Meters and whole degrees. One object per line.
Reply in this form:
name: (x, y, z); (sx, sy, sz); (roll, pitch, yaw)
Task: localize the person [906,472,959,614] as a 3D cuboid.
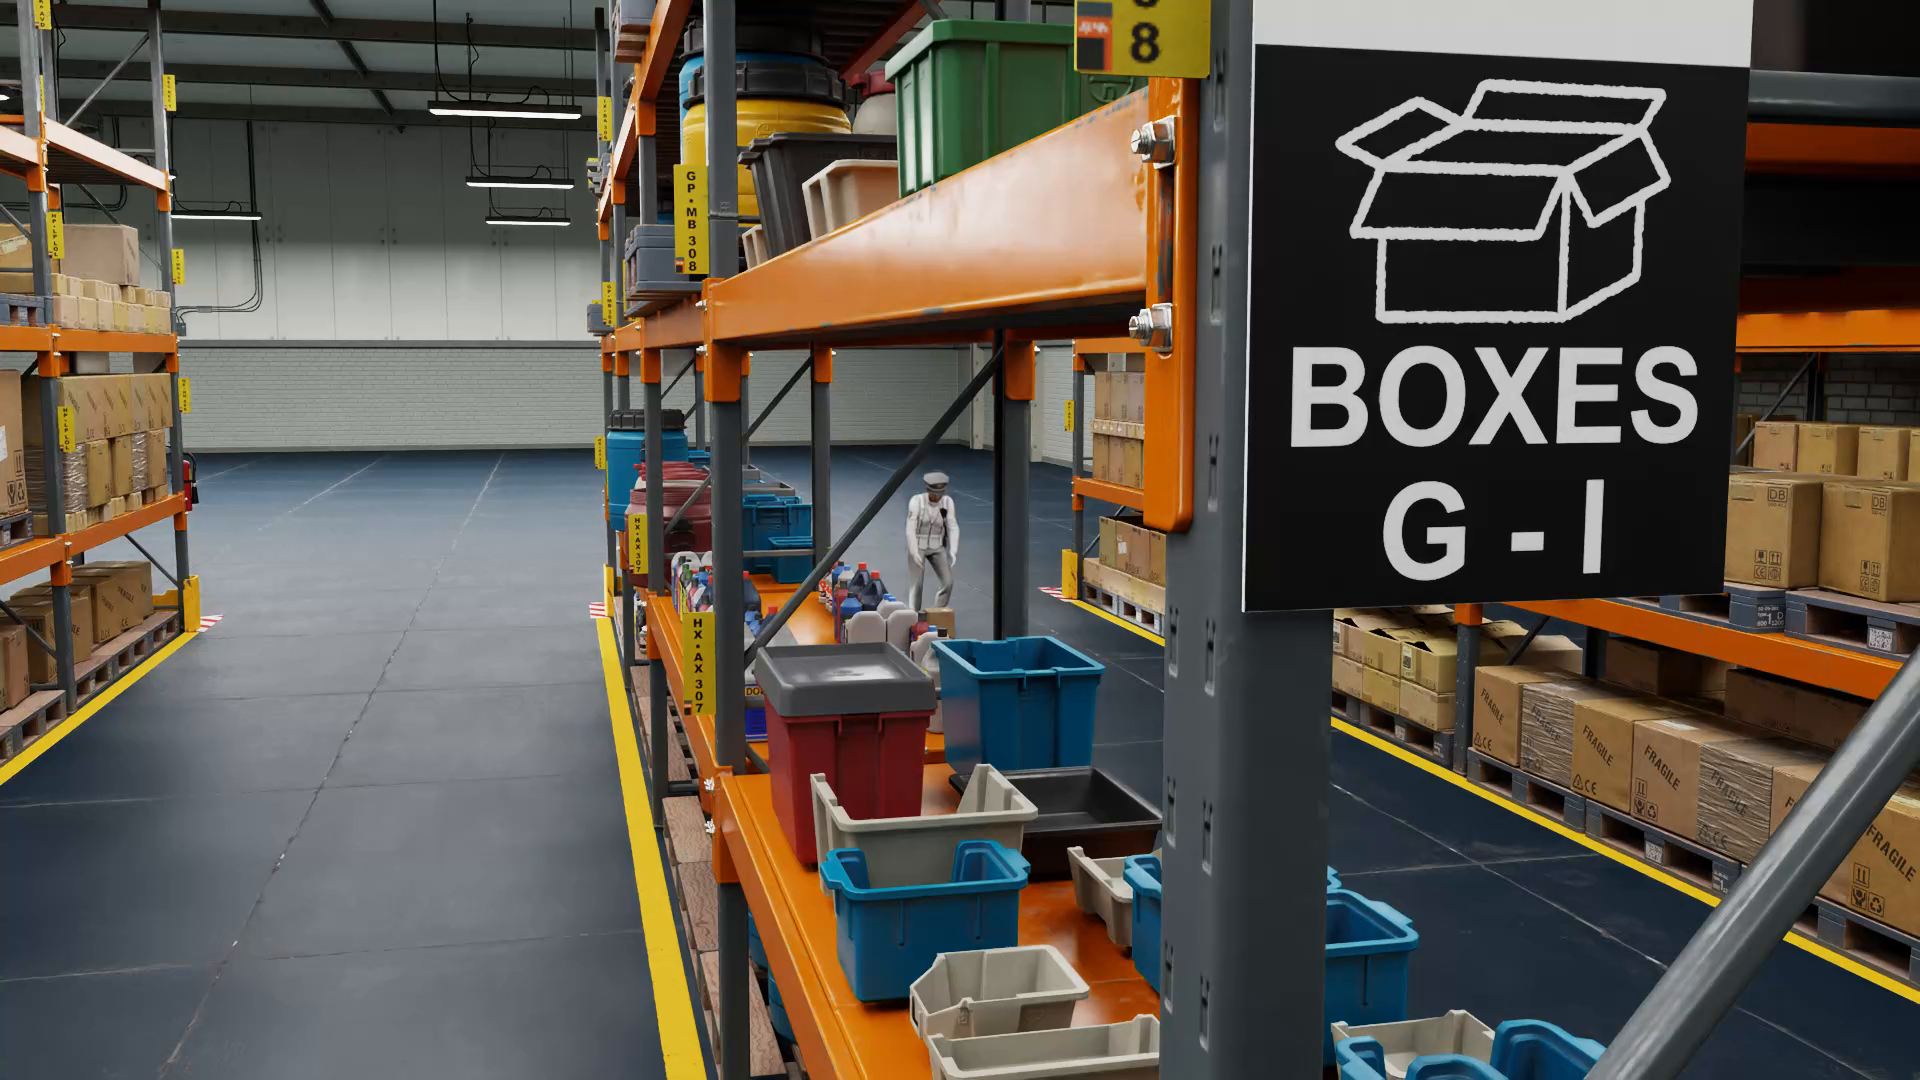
person: (-0.265, 0.106, 15.921); (0.526, 1.522, 0.591); (-1, 6, -13)
